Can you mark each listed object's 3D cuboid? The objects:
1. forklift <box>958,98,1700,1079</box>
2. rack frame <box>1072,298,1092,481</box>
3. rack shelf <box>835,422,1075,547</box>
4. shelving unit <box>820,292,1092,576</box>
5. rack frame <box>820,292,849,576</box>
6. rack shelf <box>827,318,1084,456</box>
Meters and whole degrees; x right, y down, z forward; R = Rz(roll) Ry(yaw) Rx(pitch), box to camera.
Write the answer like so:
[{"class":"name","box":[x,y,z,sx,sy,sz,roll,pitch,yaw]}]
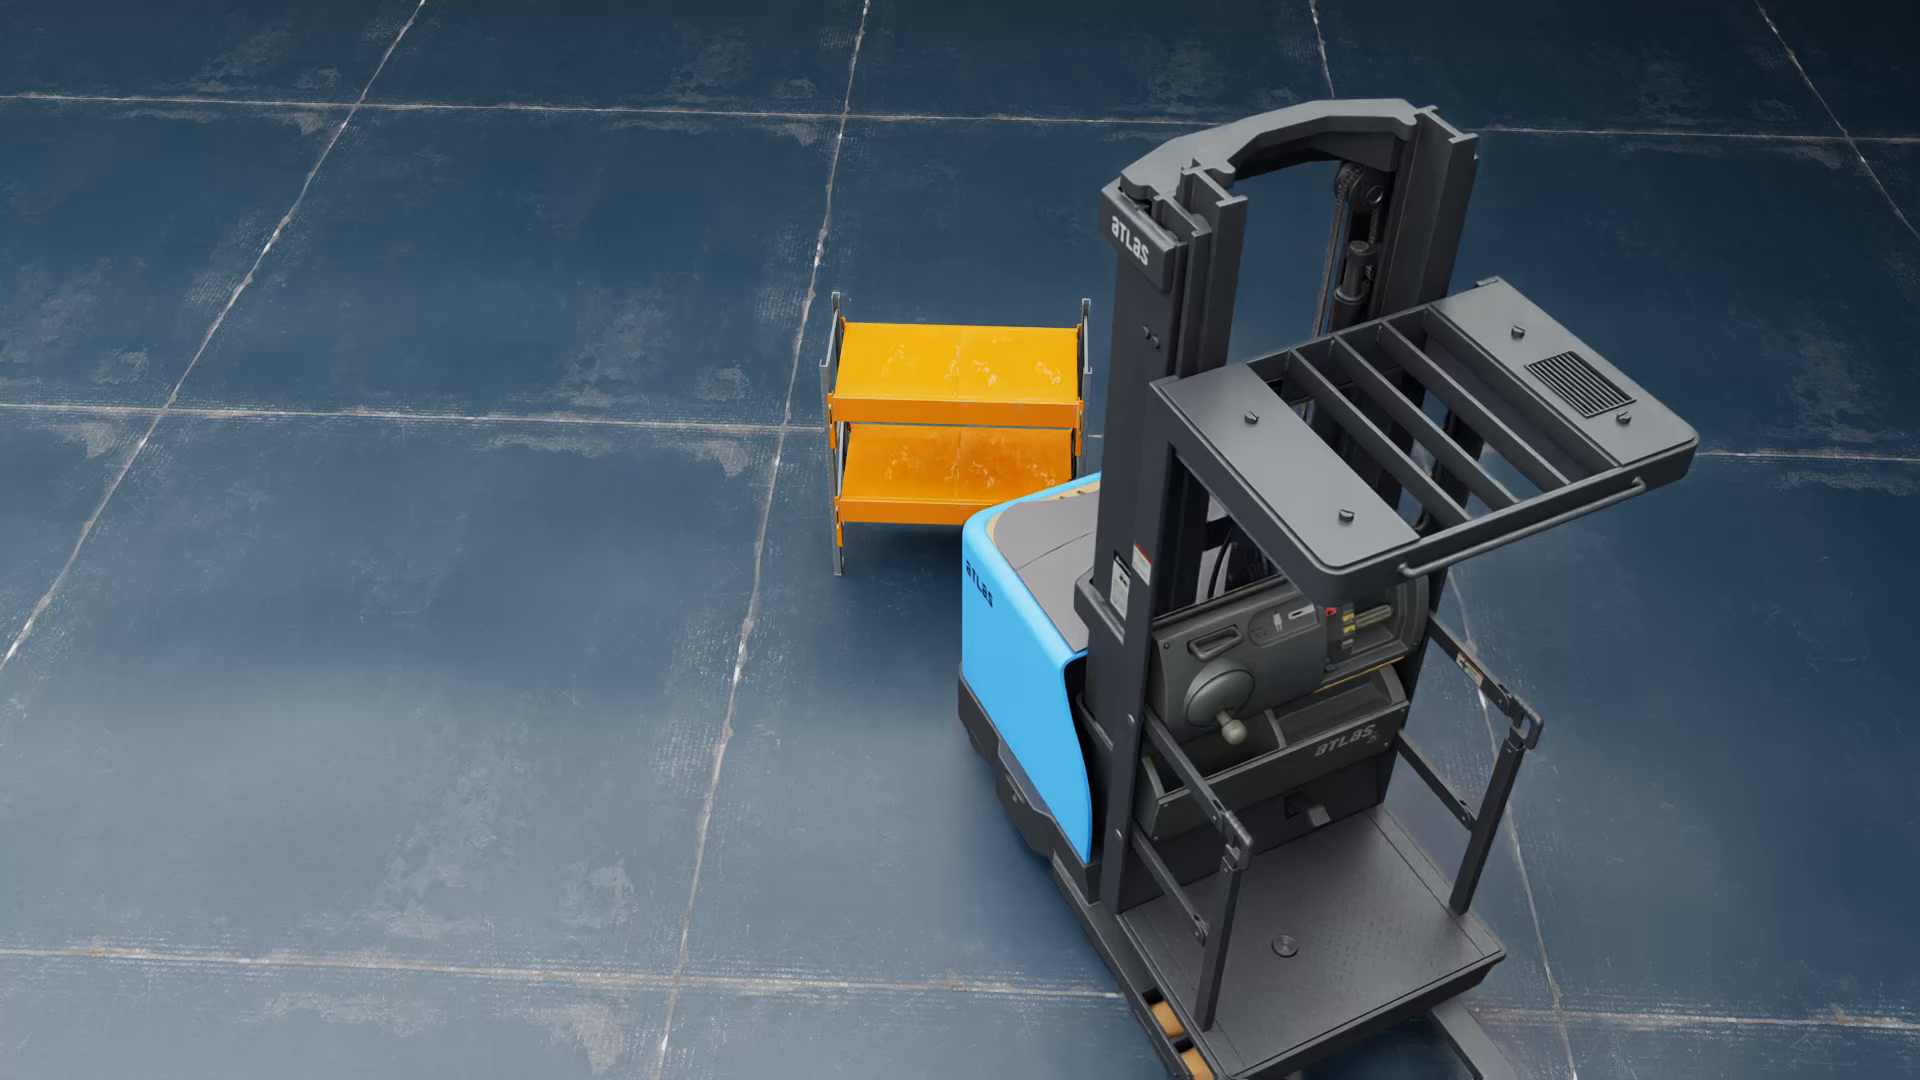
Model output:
[{"class":"forklift","box":[1.086,0.391,4.766,1.130,2.935,3.031,-18,46,-19]},{"class":"rack frame","box":[0.501,-0.396,6.935,0.032,1.125,0.500,2,43,2]},{"class":"rack shelf","box":[-0.007,-0.233,7.119,1.000,0.278,0.538,2,43,2]},{"class":"shelving unit","box":[-0.007,-0.412,6.952,1.048,1.125,0.538,2,43,2]},{"class":"rack frame","box":[-0.515,-0.427,6.969,0.032,1.125,0.500,2,43,2]},{"class":"rack shelf","box":[-0.007,-0.626,6.753,1.000,0.278,0.538,2,43,2]}]
